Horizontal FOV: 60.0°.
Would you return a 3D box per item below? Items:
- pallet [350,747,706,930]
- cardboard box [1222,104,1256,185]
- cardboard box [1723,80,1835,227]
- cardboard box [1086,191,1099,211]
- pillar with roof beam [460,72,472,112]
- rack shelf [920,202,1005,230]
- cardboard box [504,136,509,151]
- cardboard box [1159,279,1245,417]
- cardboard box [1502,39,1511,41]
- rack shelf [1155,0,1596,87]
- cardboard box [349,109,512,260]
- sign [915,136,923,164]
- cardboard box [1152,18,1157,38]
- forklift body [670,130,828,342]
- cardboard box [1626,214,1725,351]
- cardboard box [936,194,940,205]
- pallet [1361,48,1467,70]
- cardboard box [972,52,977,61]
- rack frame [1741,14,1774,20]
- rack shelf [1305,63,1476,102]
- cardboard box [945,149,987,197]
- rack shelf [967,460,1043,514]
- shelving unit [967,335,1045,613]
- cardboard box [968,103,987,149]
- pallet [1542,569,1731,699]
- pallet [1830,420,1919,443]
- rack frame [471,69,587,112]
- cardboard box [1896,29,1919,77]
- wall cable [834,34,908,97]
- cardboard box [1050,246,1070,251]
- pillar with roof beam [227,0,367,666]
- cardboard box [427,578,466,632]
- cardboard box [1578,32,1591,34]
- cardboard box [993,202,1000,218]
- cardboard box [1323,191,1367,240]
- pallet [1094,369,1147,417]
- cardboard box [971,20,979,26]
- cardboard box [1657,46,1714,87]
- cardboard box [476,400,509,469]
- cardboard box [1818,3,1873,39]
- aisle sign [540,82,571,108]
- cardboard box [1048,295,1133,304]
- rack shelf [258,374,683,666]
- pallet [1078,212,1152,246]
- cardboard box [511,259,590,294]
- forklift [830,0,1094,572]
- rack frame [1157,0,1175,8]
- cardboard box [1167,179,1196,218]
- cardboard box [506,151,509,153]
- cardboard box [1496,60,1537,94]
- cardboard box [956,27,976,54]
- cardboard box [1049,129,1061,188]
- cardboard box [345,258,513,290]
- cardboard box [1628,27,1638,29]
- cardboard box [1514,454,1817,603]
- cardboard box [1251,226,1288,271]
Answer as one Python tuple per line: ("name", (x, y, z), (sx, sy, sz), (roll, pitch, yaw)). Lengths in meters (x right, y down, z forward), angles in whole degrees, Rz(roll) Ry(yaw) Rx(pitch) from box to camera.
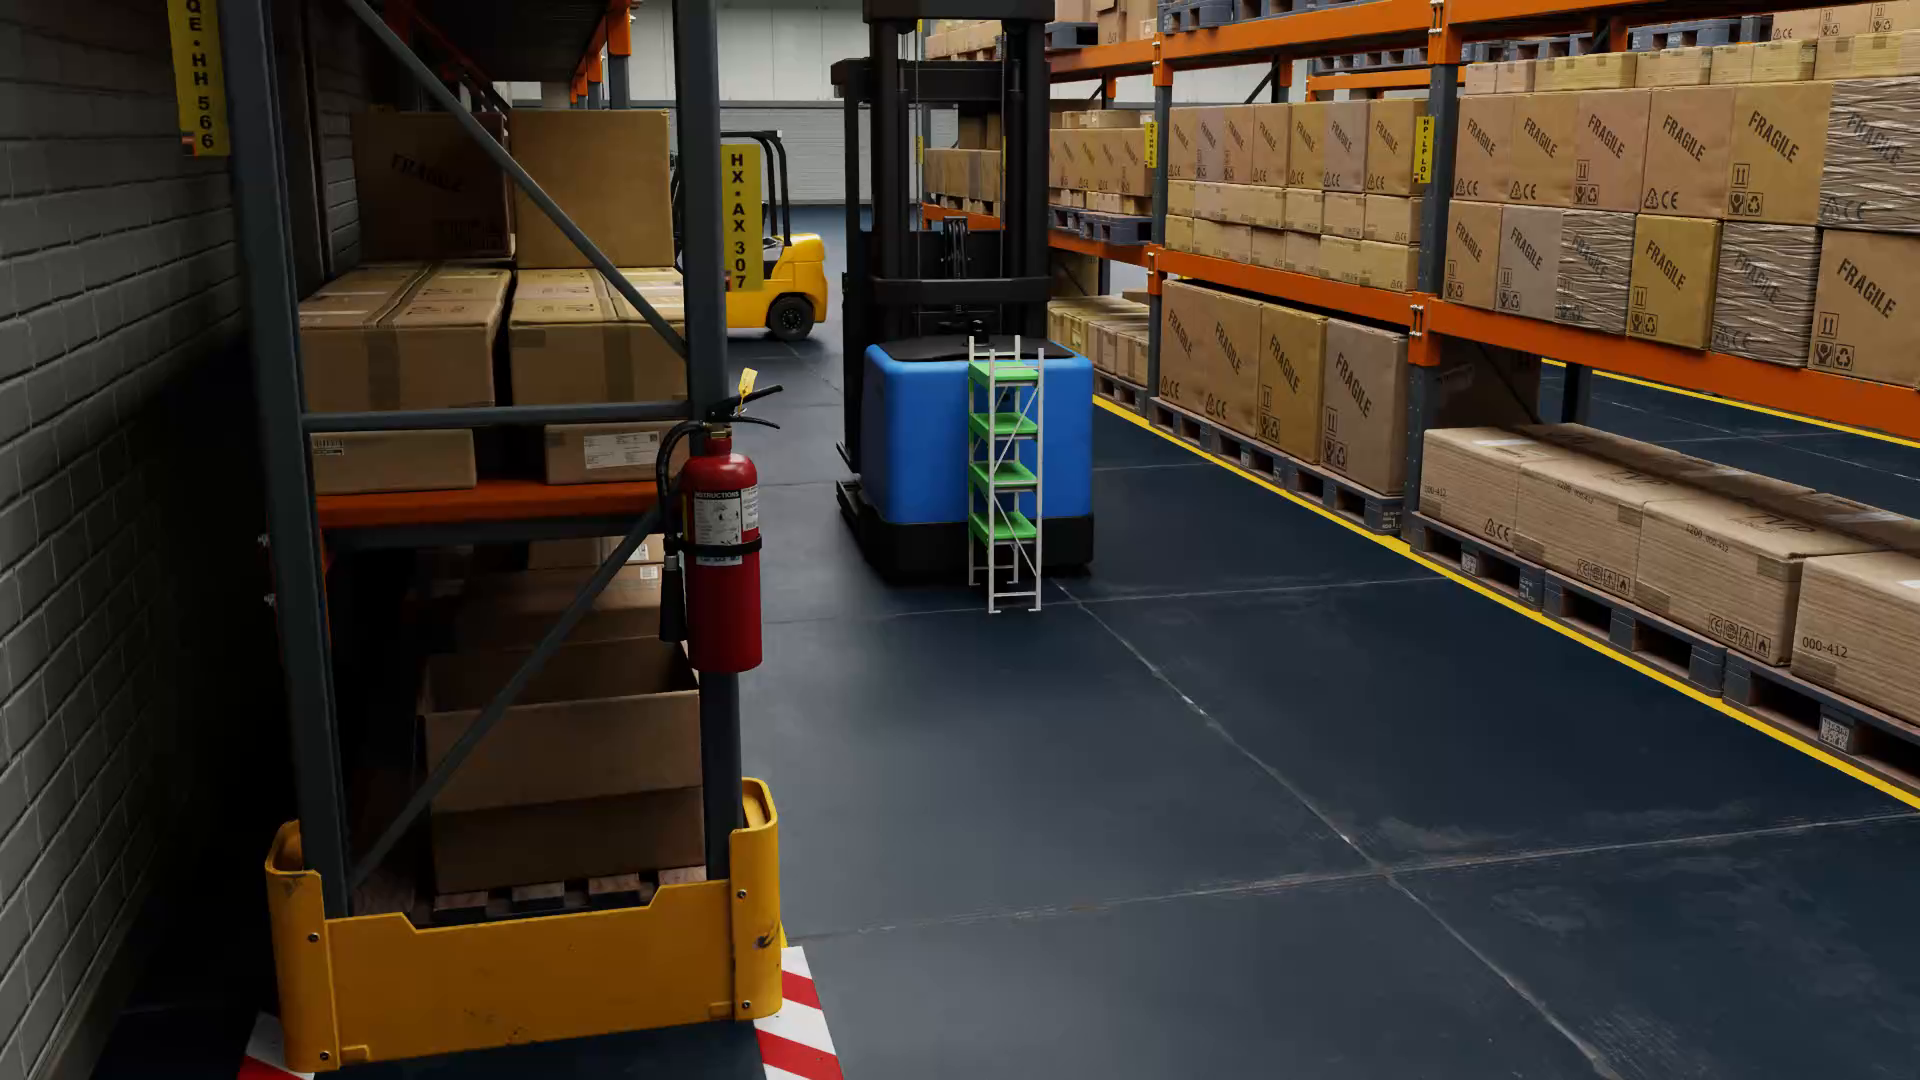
("pallet", (-1.228, 0.883, 4.870), (1.003, 0.211, 1.213), (-3, 14, -13))
("cardboard box", (2.034, -2.567, 10.794), (0.500, 0.500, 0.500), (-3, 14, -12))
("cardboard box", (3.193, -1.414, 6.076), (0.500, 0.500, 0.500), (-3, 14, -13))
("cardboard box", (1.252, -2.773, 13.601), (0.380, 0.149, 0.250), (-3, 14, -12))
("pillar with roof beam", (-2.717, -8.289, 23.895), (9.100, 9.000, 0.400), (-3, 14, -13))
("rack shelf", (0.514, -3.428, 18.156), (1.077, 0.370, 4.000), (-3, 14, -13))
("cardboard box", (-4.209, -3.604, 15.154), (0.380, 0.149, 0.250), (-3, 14, -13))
("cardboard box", (2.004, -1.402, 11.936), (0.875, 0.875, 0.875), (-3, 14, -14))
("cardboard box", (5.954, -5.366, 17.684), (0.380, 0.149, 0.250), (-3, 14, -13))
("rack shelf", (2.393, -3.040, 10.246), (1.077, 0.370, 4.000), (-3, 14, -13))
("cardboard box", (-1.870, -1.271, 5.918), (0.500, 0.500, 0.500), (-4, 14, -15))
("sign", (-0.483, -4.630, 19.732), (0.100, 0.325, 0.005), (-3, 14, -13))
("cardboard box", (1.645, -3.790, 12.328), (0.380, 0.149, 0.250), (-3, 14, -13))
("forklift body", (-2.561, -3.214, 17.549), (2.313, 2.155, 1.214), (-3, 14, -13))
("cardboard box", (3.064, -1.046, 6.679), (0.500, 0.500, 0.500), (-3, 14, -12))
("cardboard box", (-0.077, -4.027, 19.621), (0.380, 0.149, 0.250), (-3, 14, -13))
("pallet", (5.306, -5.500, 18.986), (1.003, 0.211, 1.213), (-3, 14, -13))
("cardboard box", (0.343, -5.069, 17.565), (0.380, 0.149, 0.250), (-3, 14, -14))
("rack frame", (6.711, -5.607, 12.917), (1.000, 3.000, 0.127), (-3, 14, -13))
("rack shelf", (5.302, -5.185, 19.024), (1.077, 0.370, 4.000), (-3, 14, -13))
("cardboard box", (0.131, -4.071, 18.432), (0.500, 0.500, 0.500), (-4, 14, -14))
("rack shelf", (0.205, -0.250, 7.693), (0.258, 0.148, 0.480), (-2, 14, -10))
("shelving unit", (0.205, -0.313, 7.678), (0.258, 1.200, 0.503), (-2, 14, -10))
("cardboard box", (0.488, -4.695, 18.881), (0.700, 0.500, 0.500), (-3, 14, -13))
("pallet", (3.255, 0.345, 7.068), (1.003, 0.211, 1.213), (-3, 14, -13))
("pallet", (7.176, -0.877, 12.072), (1.003, 0.211, 1.213), (-3, 14, -13))
("rack frame", (-3.840, -3.039, 15.046), (1.000, 3.000, 0.127), (-3, 14, -13))
("cardboard box", (3.298, -1.581, 5.395), (0.380, 0.149, 0.250), (-3, 14, -14))
("wall cable", (-2.713, -16.517, 50.406), (2.305, 6.003, 0.169), (-3, 14, -13))
("cardboard box", (1.136, -3.048, 17.043), (0.380, 0.149, 0.250), (-3, 14, -12))
("pillar with roof beam", (1.510, -4.137, 6.899), (9.100, 9.000, 0.400), (-3, 14, -13))
("cardboard box", (-1.934, 0.253, 6.693), (0.380, 0.149, 0.250), (-3, 14, -14))
("cardboard box", (6.275, -4.980, 15.891), (0.500, 0.250, 0.500), (-3, 14, -14))
("cardboard box", (0.547, -3.309, 16.679), (0.380, 0.149, 0.250), (-3, 14, -12))
("cardboard box", (2.398, -1.844, 9.417), (0.500, 0.250, 0.500), (-3, 14, -12))
("pallet", (1.741, -1.219, 13.474), (1.003, 0.211, 1.213), (-3, 14, -13))
("cardboard box", (0.327, -5.395, 17.220), (0.380, 0.149, 0.250), (-3, 14, -13))
("cardboard box", (3.024, -1.881, 6.620), (0.380, 0.149, 0.250), (-3, 14, -13))
("cardboard box", (-1.361, -0.272, 4.250), (0.380, 0.149, 0.250), (-3, 14, -12))
("cardboard box", (6.711, -3.937, 12.191), (0.500, 0.500, 0.500), (-3, 14, -13))
("aisle sign", (-4.510, -5.256, 18.643), (0.394, 0.787, 0.004), (-3, 14, -13))
("cardboard box", (1.109, -2.123, 15.949), (0.950, 0.372, 0.625), (-3, 14, -12))
("rack shelf", (-1.492, -0.383, 5.689), (1.077, 0.370, 4.000), (-3, 14, -13))
("pallet", (1.652, -2.459, 13.076), (1.213, 0.211, 1.003), (-3, 14, -13))
("cardboard box", (-1.248, -0.812, 5.619), (0.500, 0.250, 0.500), (-4, 14, -15))
("forklift", (-0.111, -1.569, 9.175), (1.130, 2.935, 3.031), (-2, 14, -10))
("rack frame", (1.923, -5.308, 11.693), (1.000, 3.000, 0.127), (-3, 14, -13))
("cardboard box", (1.802, -2.433, 11.828), (0.500, 0.250, 0.500), (-3, 14, -14))
("cardboard box", (-2.932, -2.241, 10.685), (0.500, 0.500, 0.500), (-3, 14, -11))
("cardboard box", (2.760, -2.175, 7.825), (0.380, 0.149, 0.250), (-3, 14, -12))
("cardboard box", (0.259, -5.283, 17.602), (0.500, 0.250, 0.500), (-3, 14, -12))
("cardboard box", (1.036, -3.359, 14.634), (0.500, 0.500, 0.500), (-3, 14, -14))
("cardboard box", (-1.742, -0.788, 5.521), (0.500, 0.250, 0.500), (-3, 14, -13))
("cardboard box", (6.005, -4.817, 15.189), (0.396, 0.266, 0.258), (-3, 14, -13))
("cardboard box", (3.116, -0.073, 7.419), (0.875, 0.438, 0.875), (-4, 14, -15))
("cardboard box", (2.168, -1.841, 10.460), (0.500, 0.250, 0.500), (-3, 14, -13))
